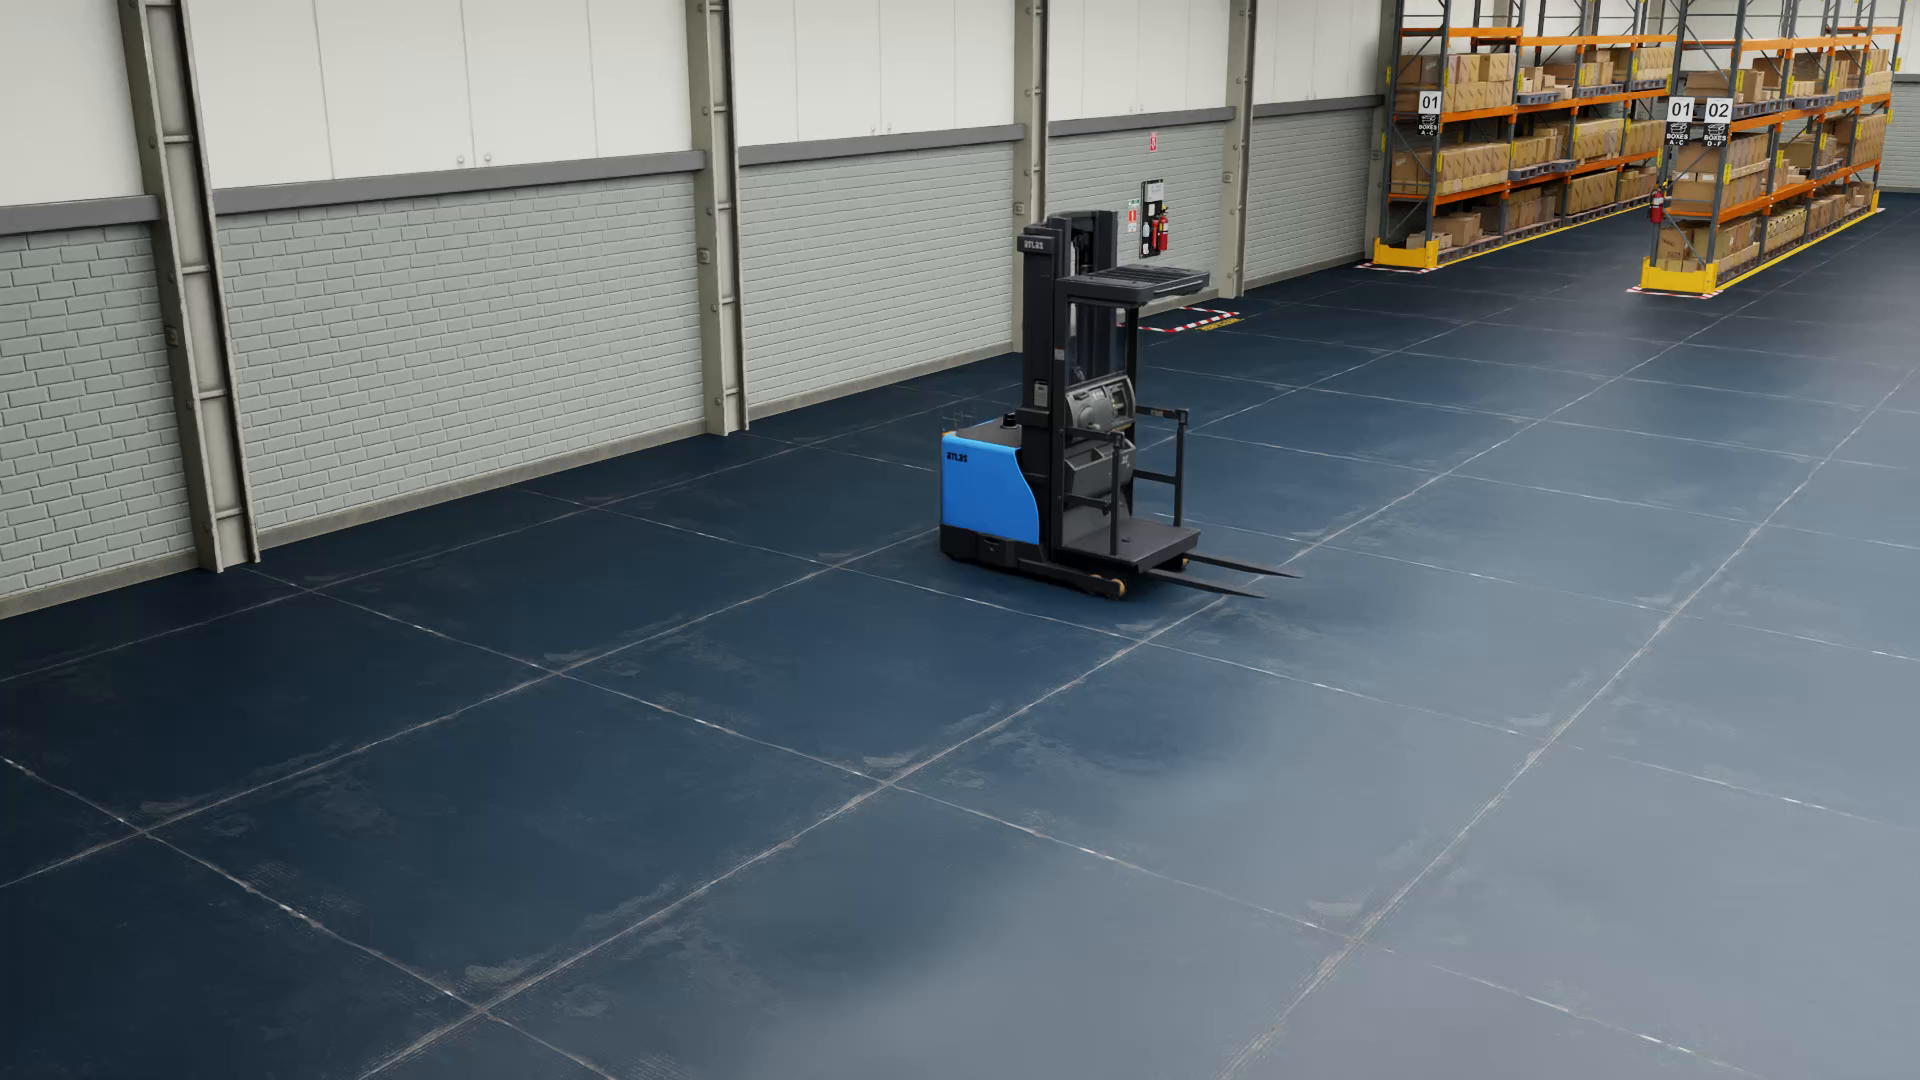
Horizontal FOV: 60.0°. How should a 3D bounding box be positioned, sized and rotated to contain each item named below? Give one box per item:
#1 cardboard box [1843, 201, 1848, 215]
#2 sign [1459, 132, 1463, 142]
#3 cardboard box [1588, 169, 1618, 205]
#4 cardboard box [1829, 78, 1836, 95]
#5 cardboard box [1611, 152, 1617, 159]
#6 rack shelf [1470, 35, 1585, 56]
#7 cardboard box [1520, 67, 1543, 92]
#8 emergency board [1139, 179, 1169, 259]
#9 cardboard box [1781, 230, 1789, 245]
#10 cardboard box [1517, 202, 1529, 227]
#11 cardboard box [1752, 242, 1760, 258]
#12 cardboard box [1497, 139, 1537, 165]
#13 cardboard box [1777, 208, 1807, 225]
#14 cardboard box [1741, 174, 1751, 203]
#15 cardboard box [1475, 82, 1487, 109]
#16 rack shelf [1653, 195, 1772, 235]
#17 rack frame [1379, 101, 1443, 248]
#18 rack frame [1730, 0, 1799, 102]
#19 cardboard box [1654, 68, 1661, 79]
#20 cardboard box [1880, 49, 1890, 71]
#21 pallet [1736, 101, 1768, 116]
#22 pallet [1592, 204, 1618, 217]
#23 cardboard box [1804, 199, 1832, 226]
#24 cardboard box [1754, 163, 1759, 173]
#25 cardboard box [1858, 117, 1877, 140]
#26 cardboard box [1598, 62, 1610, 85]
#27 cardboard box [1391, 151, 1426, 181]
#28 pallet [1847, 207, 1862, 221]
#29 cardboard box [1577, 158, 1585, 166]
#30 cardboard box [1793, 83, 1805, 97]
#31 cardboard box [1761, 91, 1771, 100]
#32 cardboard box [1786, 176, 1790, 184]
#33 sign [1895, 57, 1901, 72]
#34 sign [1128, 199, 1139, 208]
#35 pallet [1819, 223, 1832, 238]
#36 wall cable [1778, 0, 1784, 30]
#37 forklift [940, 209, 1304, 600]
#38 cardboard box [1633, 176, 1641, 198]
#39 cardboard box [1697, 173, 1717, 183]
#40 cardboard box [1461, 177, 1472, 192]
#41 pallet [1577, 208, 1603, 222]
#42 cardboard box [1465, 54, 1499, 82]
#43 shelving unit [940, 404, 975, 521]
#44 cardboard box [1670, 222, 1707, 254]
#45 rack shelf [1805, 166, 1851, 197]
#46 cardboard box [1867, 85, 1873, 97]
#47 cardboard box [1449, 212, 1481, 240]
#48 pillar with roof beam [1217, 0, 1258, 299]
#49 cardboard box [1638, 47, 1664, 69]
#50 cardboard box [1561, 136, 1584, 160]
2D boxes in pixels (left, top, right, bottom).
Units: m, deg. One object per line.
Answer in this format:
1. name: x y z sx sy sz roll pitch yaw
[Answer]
1. cardboard box: 19.937 -7.601 37.953 0.500 0.311 0.500 12 21 35
2. sign: 10.318 -8.232 34.242 0.100 0.325 0.005 12 21 35
3. cardboard box: 15.250 -8.483 39.921 0.750 0.750 0.750 13 21 35
4. cardboard box: 17.667 -9.372 34.638 0.910 0.500 0.500 12 21 35
5. cardboard box: 15.427 -9.182 39.644 0.380 0.149 0.250 13 21 36
6. rack shelf: 11.958 -10.389 34.911 1.077 0.370 4.000 12 21 35
7. cardboard box: 11.891 -9.673 34.899 0.500 0.500 0.500 12 21 33
8. emergency board: 3.027 -4.938 25.587 0.194 1.169 0.643 12 21 35
9. cardboard box: 16.102 -6.014 32.979 0.500 0.250 0.500 13 21 36
10. cardboard box: 11.795 -7.023 35.774 0.700 0.500 0.500 13 21 35
11. cardboard box: 14.646 -5.446 31.151 0.500 0.250 0.500 12 21 35
12. cardboard box: 11.803 -8.249 35.339 0.700 0.500 0.500 16 24 42
13. cardboard box: 17.016 -6.647 34.074 0.500 0.311 0.500 13 22 36
14. cardboard box: 13.876 -6.403 30.136 0.700 0.500 0.500 13 21 35
15. cardboard box: 9.740 -8.532 31.900 0.500 0.500 0.500 14 22 38
16. rack shelf: 13.555 -5.888 29.858 1.077 0.370 4.000 12 21 35
17. rack frame: 8.383 -6.629 31.033 1.000 3.000 0.127 12 21 35
18. rack frame: 14.747 -9.572 30.395 1.000 3.000 0.127 12 21 35
19. cardboard box: 17.077 -11.579 41.291 0.500 0.250 0.500 12 21 33
20. cardboard box: 21.604 -11.398 39.478 0.700 0.500 0.500 12 21 35
21. pallet: 13.532 -7.601 29.253 1.003 0.211 1.213 12 21 35
22. pallet: 15.133 -7.959 40.016 1.003 0.211 1.213 12 21 35
23. cardboard box: 18.548 -7.104 36.035 0.500 0.500 0.500 12 21 33
24. cardboard box: 14.298 -6.778 30.251 0.380 0.149 0.250 12 21 35
25. cardboard box: 20.941 -9.569 38.646 0.500 0.500 0.500 13 22 36
26. cardboard box: 14.640 -10.844 38.636 0.700 0.500 0.500 12 21 34
27. cardboard box: 8.493 -7.075 31.424 0.500 0.500 0.500 12 21 34
28. pallet: 20.650 -7.736 39.300 1.003 0.211 1.213 12 21 35
29. cardboard box: 13.915 -8.569 37.668 0.380 0.149 0.250 13 22 36
30. cardboard box: 16.257 -8.841 32.644 0.500 0.250 0.500 12 21 34
31. cardboard box: 14.247 -7.952 29.714 0.380 0.149 0.250 12 21 35
32. cardboard box: 16.415 -7.227 33.380 0.380 0.149 0.250 14 22 39
33. sign: 22.330 -11.318 39.582 0.100 0.325 0.005 12 21 35
34. sign: 2.625 -5.094 25.136 0.001 0.109 0.331 12 21 35
35. pallet: 18.333 -6.789 36.249 1.003 0.211 1.213 12 21 35
36. wall cable: 23.746 -15.040 44.722 3.097 2.526 0.112 12 21 35
37. forklift: 1.308 -1.103 13.353 3.031 2.935 1.130 13 21 35
38. cardboard box: 16.670 -8.895 41.836 0.700 0.500 0.500 13 21 36
39. cardboard box: 12.770 -6.168 28.285 0.380 0.149 0.250 12 21 34
40. cardboard box: 9.535 -6.874 32.040 0.500 0.250 0.500 12 21 34
41. pallet: 14.407 -7.667 39.076 1.003 0.211 1.213 12 21 35
42. cardboard box: 10.064 -9.123 32.119 0.500 0.500 0.500 12 21 33
43. shelving unit: -0.020 -0.573 14.566 0.258 1.200 0.189 13 21 36
44. cardboard box: 13.028 -5.421 29.808 0.500 0.500 0.500 12 21 35
45. rack shelf: 18.322 -7.793 35.994 1.077 0.370 4.000 12 21 35
46. cardboard box: 20.303 -10.164 37.612 0.500 0.250 0.500 12 21 35
47. cardboard box: 10.180 -6.344 33.588 0.500 0.500 0.500 11 20 31
48. pillar with roof beam: 7.987 -7.624 24.121 9.100 9.000 0.400 12 21 35
49. cardboard box: 17.088 -11.942 41.195 0.500 0.500 0.500 11 21 32
50. cardboard box: 13.644 -8.804 37.334 0.500 0.500 0.500 13 22 36
